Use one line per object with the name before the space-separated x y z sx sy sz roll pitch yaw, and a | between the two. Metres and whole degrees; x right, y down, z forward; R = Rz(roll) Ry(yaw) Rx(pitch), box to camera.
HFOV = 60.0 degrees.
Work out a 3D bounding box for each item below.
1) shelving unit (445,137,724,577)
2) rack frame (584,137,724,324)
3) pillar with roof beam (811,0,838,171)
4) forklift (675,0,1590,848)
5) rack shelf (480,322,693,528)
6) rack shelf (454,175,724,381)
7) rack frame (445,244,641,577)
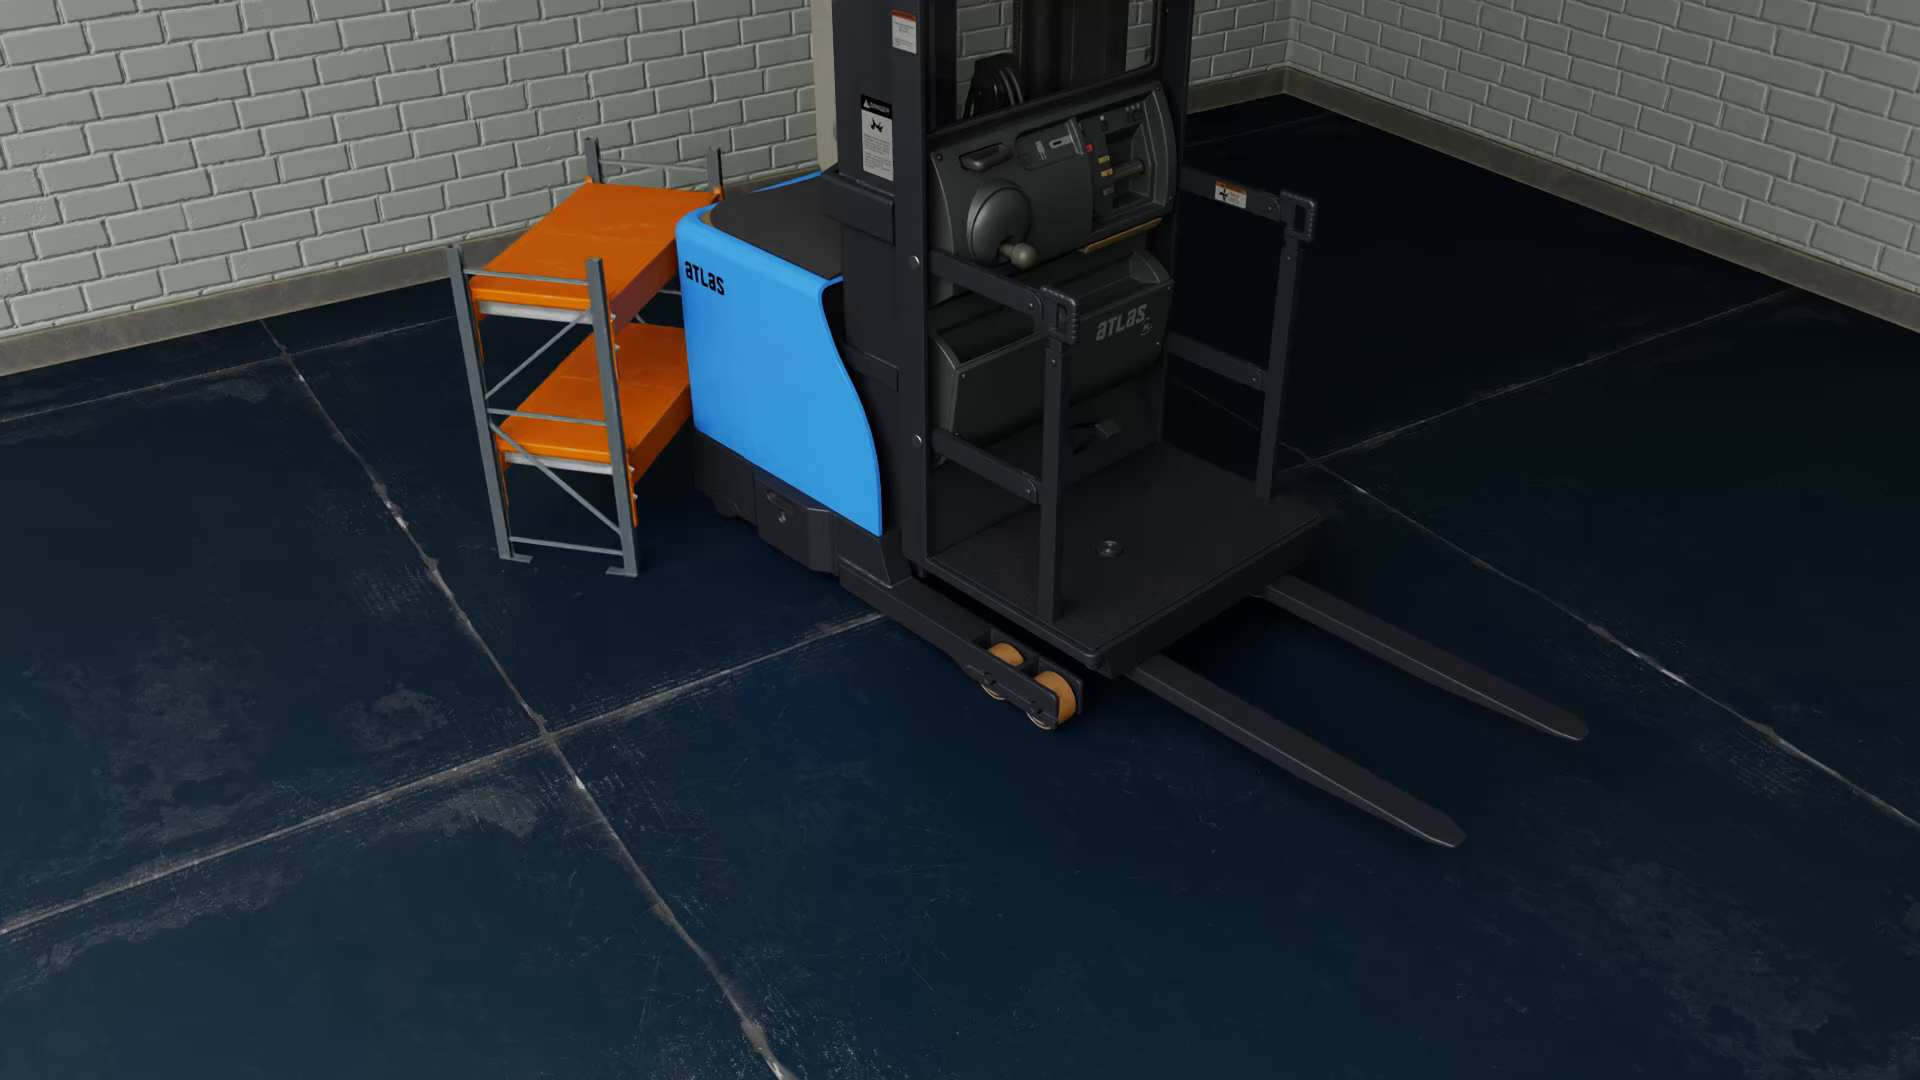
shelving unit | -1.201 -0.655 5.733 0.538 1.125 1.048 7 33 11
rack frame | -1.085 -0.919 6.151 0.500 1.125 0.032 7 33 11
pillar with roof beam | 1.854 -3.658 3.114 0.400 9.000 9.100 -19 37 -27
forklift | 0.429 -0.997 4.584 1.130 2.935 3.031 -27 41 -36
rack shelf | -1.201 -0.448 5.863 0.538 0.278 1.000 7 33 11
rack shelf | -1.202 -0.902 5.577 0.538 0.278 1.000 7 33 11
rack frame | -1.318 -0.390 5.314 0.500 1.125 0.032 7 33 11
